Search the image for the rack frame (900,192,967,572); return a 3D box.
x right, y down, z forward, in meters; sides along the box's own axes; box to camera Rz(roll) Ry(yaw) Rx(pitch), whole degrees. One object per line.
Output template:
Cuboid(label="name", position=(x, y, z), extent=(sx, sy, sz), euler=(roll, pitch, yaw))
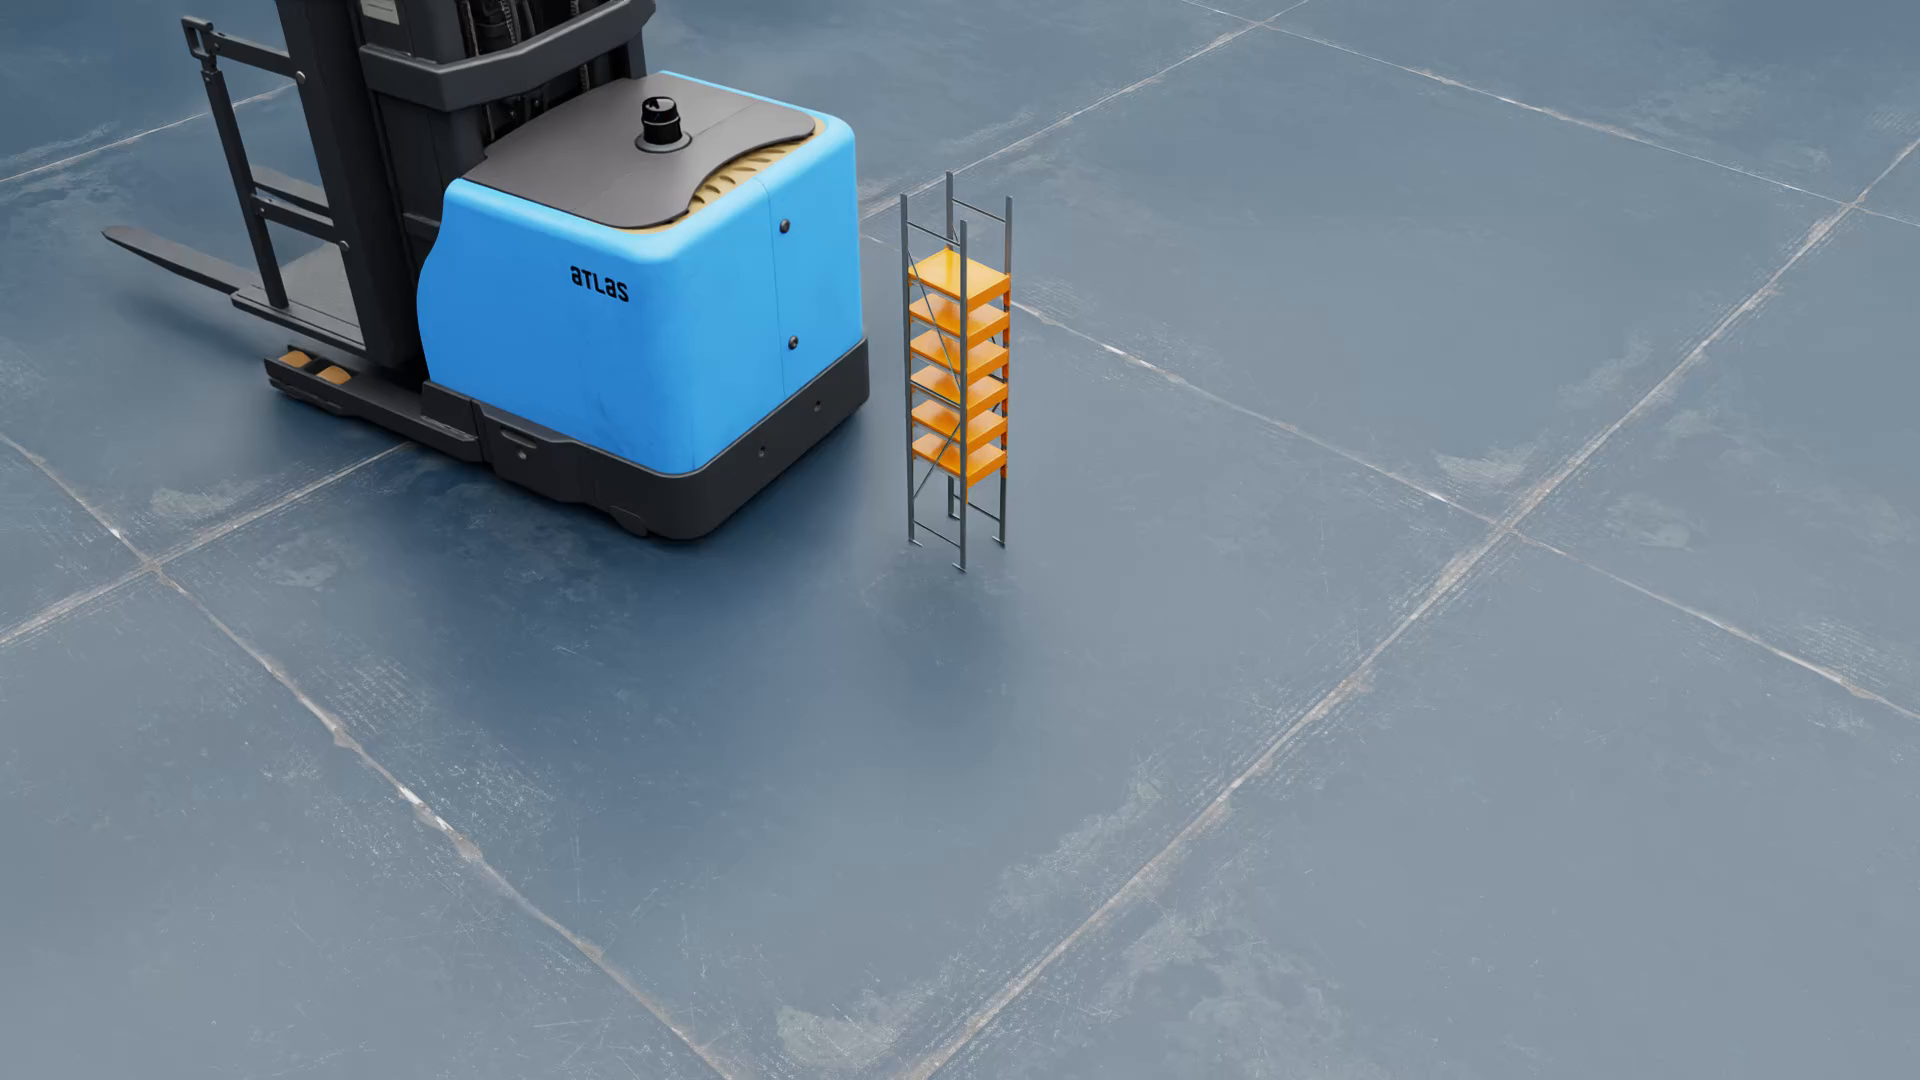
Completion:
Cuboid(label="rack frame", position=(-0.071, -0.421, 4.815), extent=(0.240, 1.200, 0.006), euler=(30, 47, 32))

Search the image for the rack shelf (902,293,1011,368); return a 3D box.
Cuboid(label="rack shelf", position=(-0.010, -0.616, 4.746), extent=(0.258, 0.103, 0.180), euler=(30, 47, 32))

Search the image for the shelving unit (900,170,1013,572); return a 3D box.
Cuboid(label="shelving unit", position=(-0.010, -0.463, 4.868), extent=(0.258, 1.200, 0.189), euler=(30, 47, 32))

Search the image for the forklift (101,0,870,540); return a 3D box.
Cuboid(label="forklift", position=(-1.836, -1.840, 5.209), extent=(3.031, 2.935, 1.130), euler=(21, 43, 24))

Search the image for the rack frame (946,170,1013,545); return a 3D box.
Cuboid(label="rack frame", position=(0.052, -0.505, 4.921), extent=(0.240, 1.200, 0.006), euler=(30, 47, 32))

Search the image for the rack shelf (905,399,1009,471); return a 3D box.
Cuboid(label="rack shelf", position=(-0.010, -0.334, 4.971), extent=(0.258, 0.103, 0.180), euler=(30, 47, 32))

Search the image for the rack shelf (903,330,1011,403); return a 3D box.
Cuboid(label="rack shelf", position=(-0.010, -0.522, 4.821), extent=(0.258, 0.103, 0.180), euler=(30, 47, 32))

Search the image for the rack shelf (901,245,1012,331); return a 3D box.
Cuboid(label="rack shelf", position=(-0.010, -0.710, 4.672), extent=(0.258, 0.103, 0.180), euler=(30, 47, 32))

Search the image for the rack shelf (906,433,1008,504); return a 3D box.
Cuboid(label="rack shelf", position=(-0.010, -0.240, 5.045), extent=(0.258, 0.103, 0.180), euler=(30, 47, 32))

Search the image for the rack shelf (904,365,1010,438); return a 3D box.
Cuboid(label="rack shelf", position=(-0.010, -0.428, 4.896), extent=(0.258, 0.103, 0.180), euler=(30, 47, 32))
